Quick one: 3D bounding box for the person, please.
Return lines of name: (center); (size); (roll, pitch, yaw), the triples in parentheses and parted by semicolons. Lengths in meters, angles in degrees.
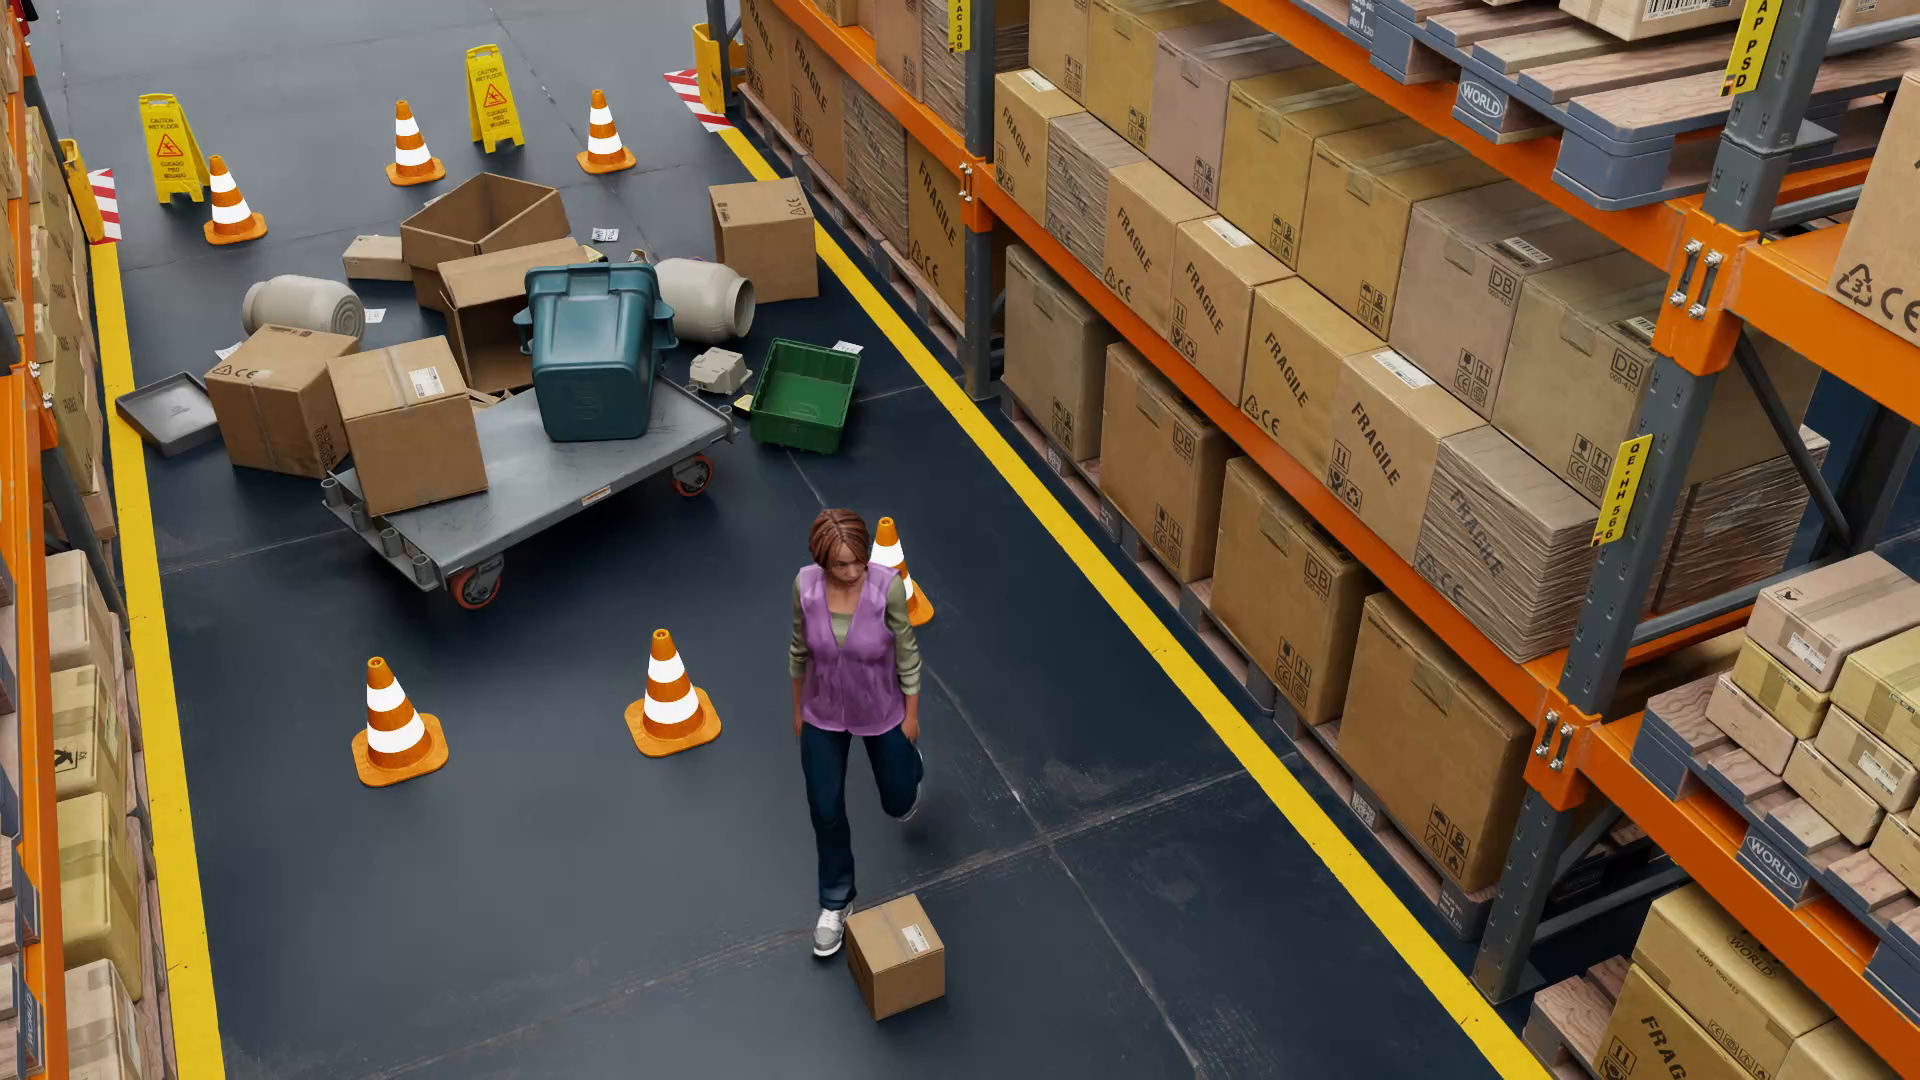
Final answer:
person: (-0.343, 0.573, 5.430); (0.435, 1.554, 0.788); (3, 38, 4)
